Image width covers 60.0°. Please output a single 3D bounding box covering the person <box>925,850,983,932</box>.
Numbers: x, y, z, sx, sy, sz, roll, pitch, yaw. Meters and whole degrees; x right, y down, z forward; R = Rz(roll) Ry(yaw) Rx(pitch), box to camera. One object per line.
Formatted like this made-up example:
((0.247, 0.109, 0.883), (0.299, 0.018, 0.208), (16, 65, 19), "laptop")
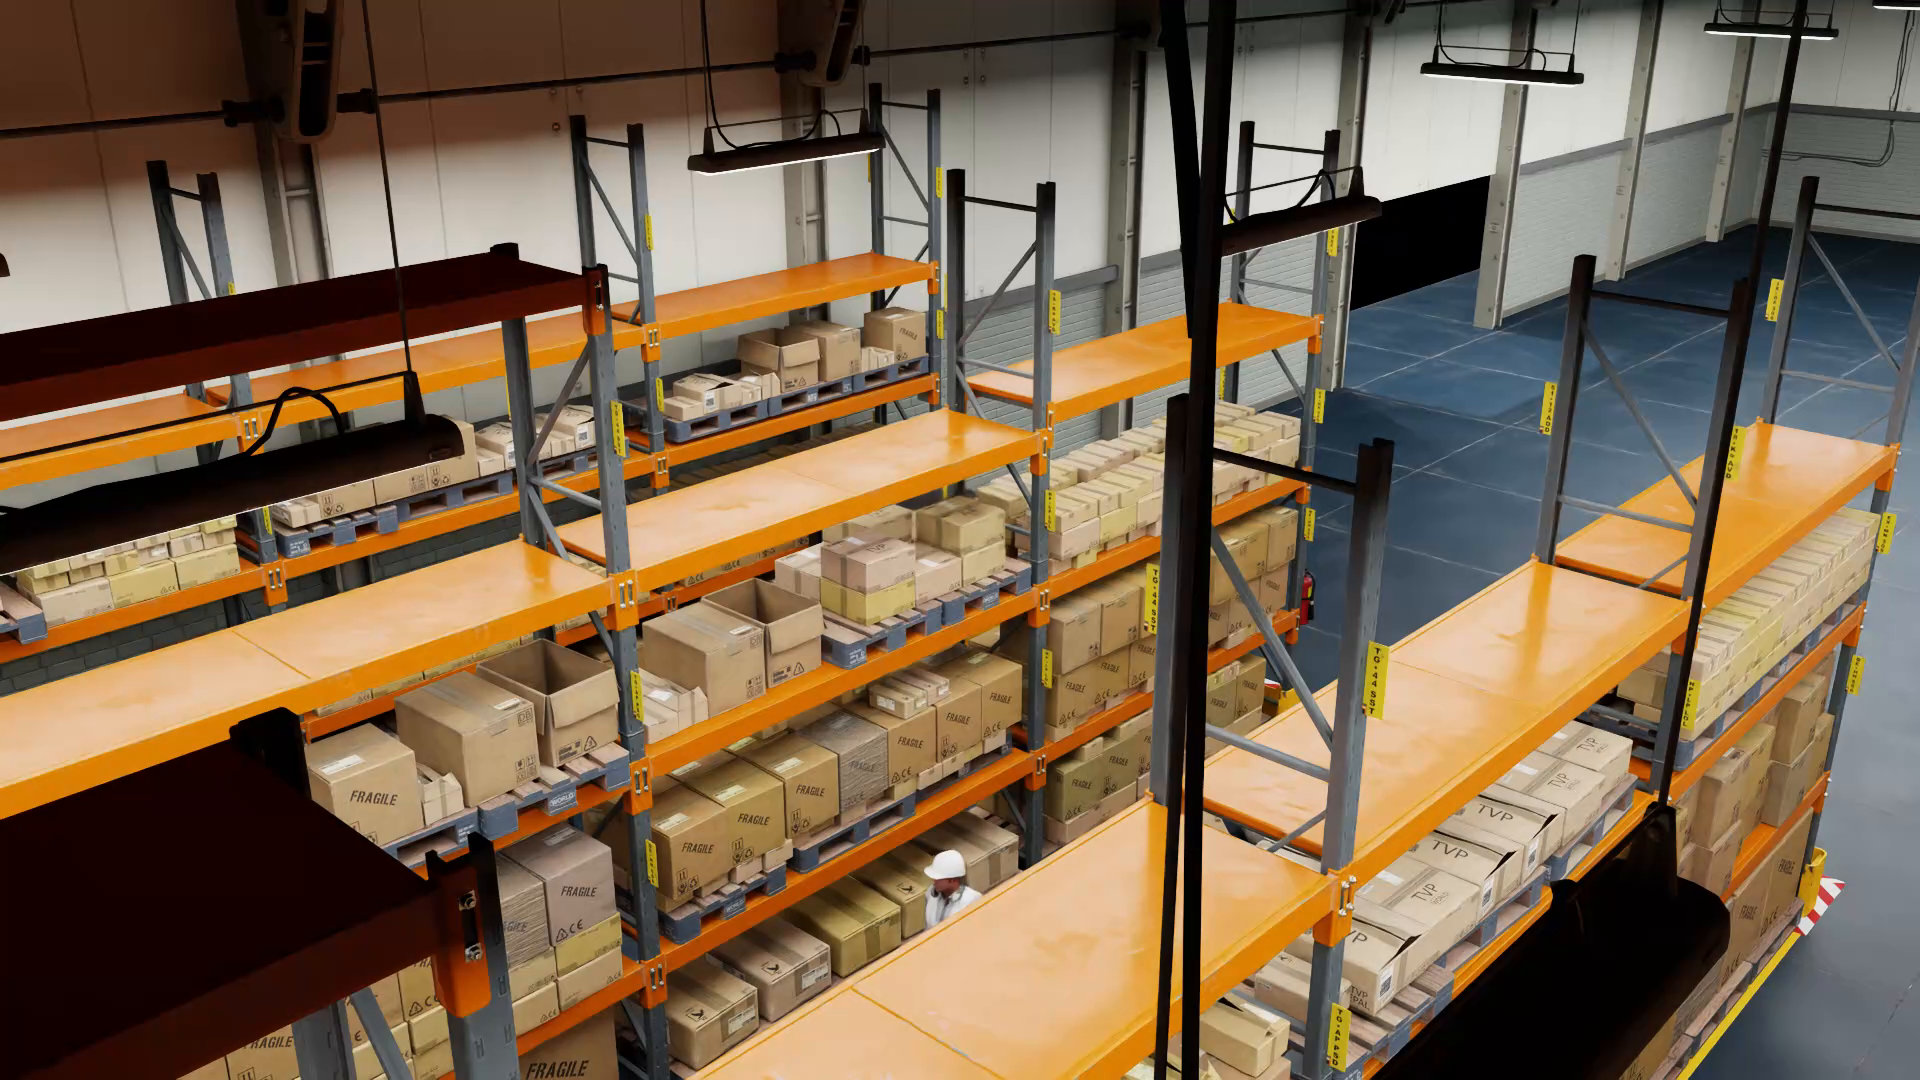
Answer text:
((-0.026, 3.013, 11.782), (0.615, 1.773, 0.412), (17, 27, 38), "person")
